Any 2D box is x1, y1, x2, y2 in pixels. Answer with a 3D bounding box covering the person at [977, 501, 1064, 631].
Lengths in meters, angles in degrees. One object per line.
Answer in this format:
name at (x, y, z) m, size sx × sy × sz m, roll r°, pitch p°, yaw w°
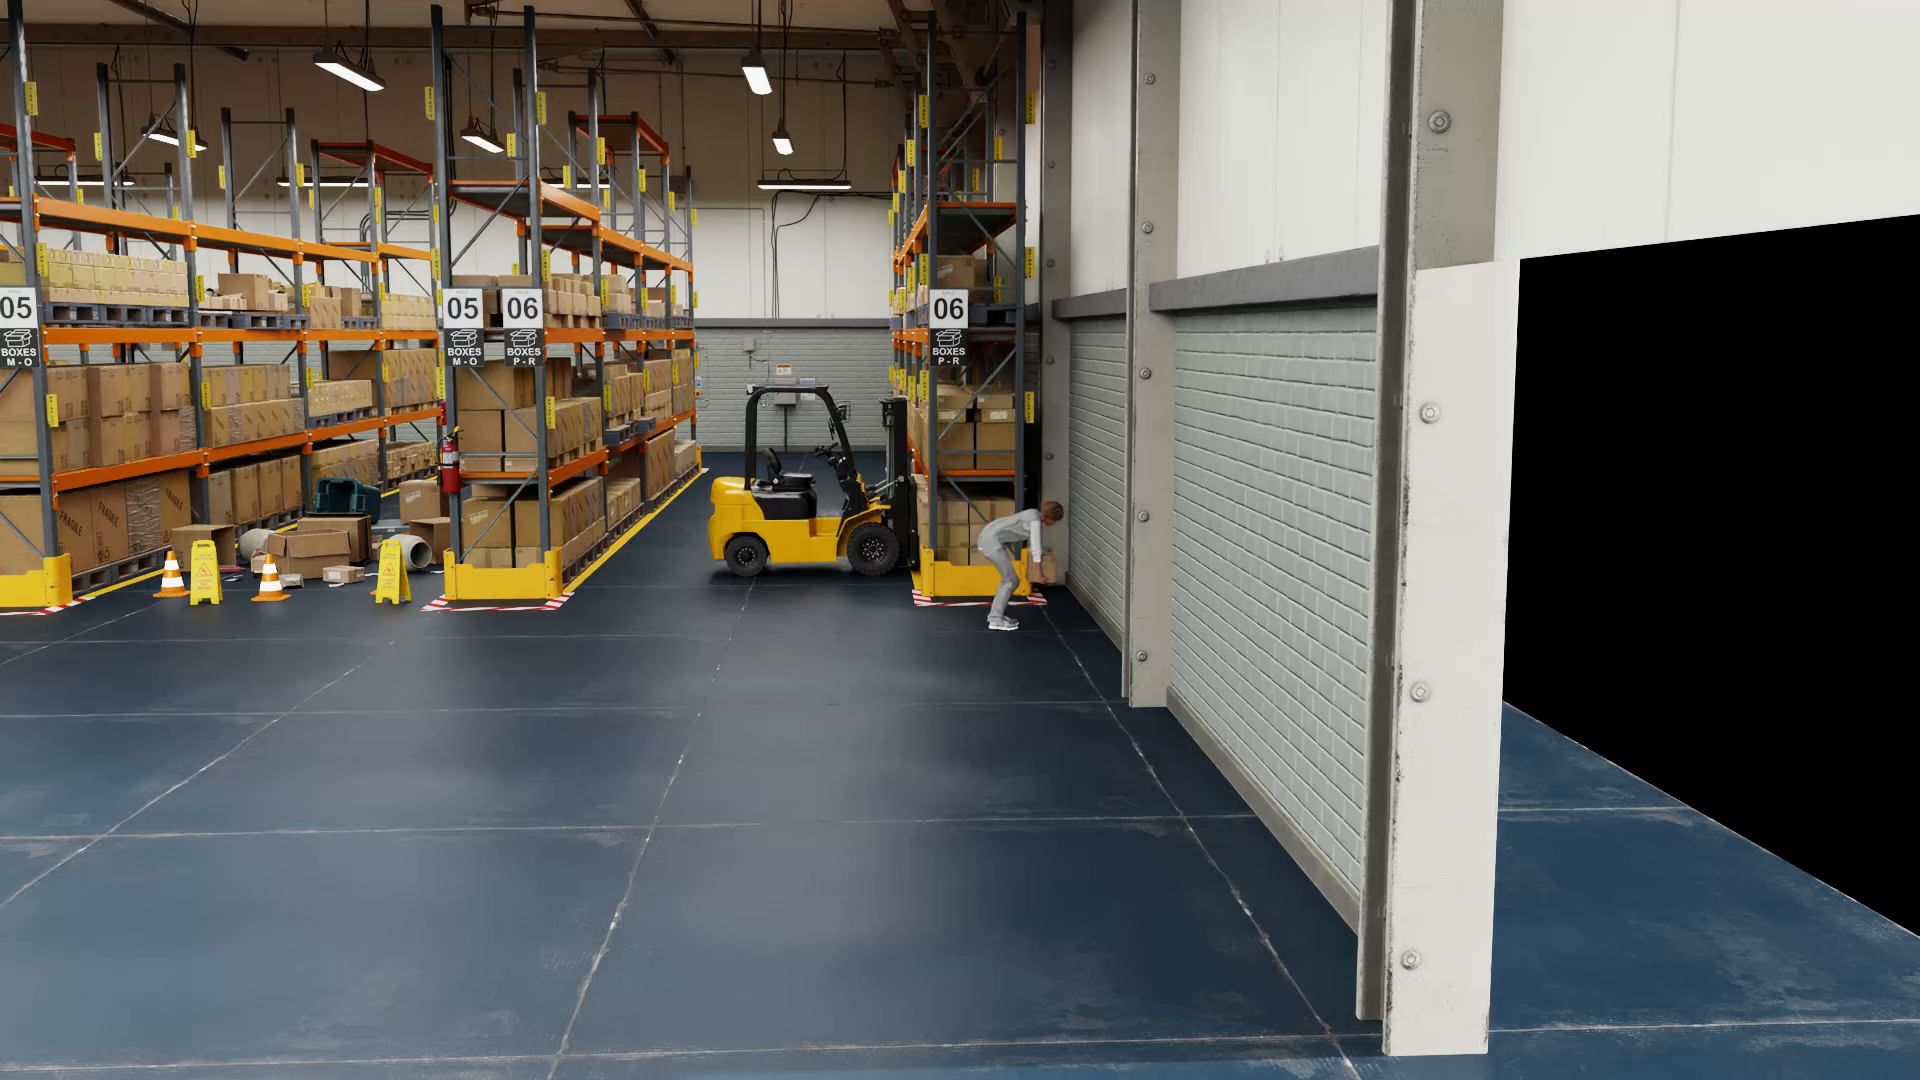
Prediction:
person at (0.567, 0.233, 15.553) m, size 0.820 × 1.199 × 0.389 m, roll -1°, pitch 7°, yaw -6°
